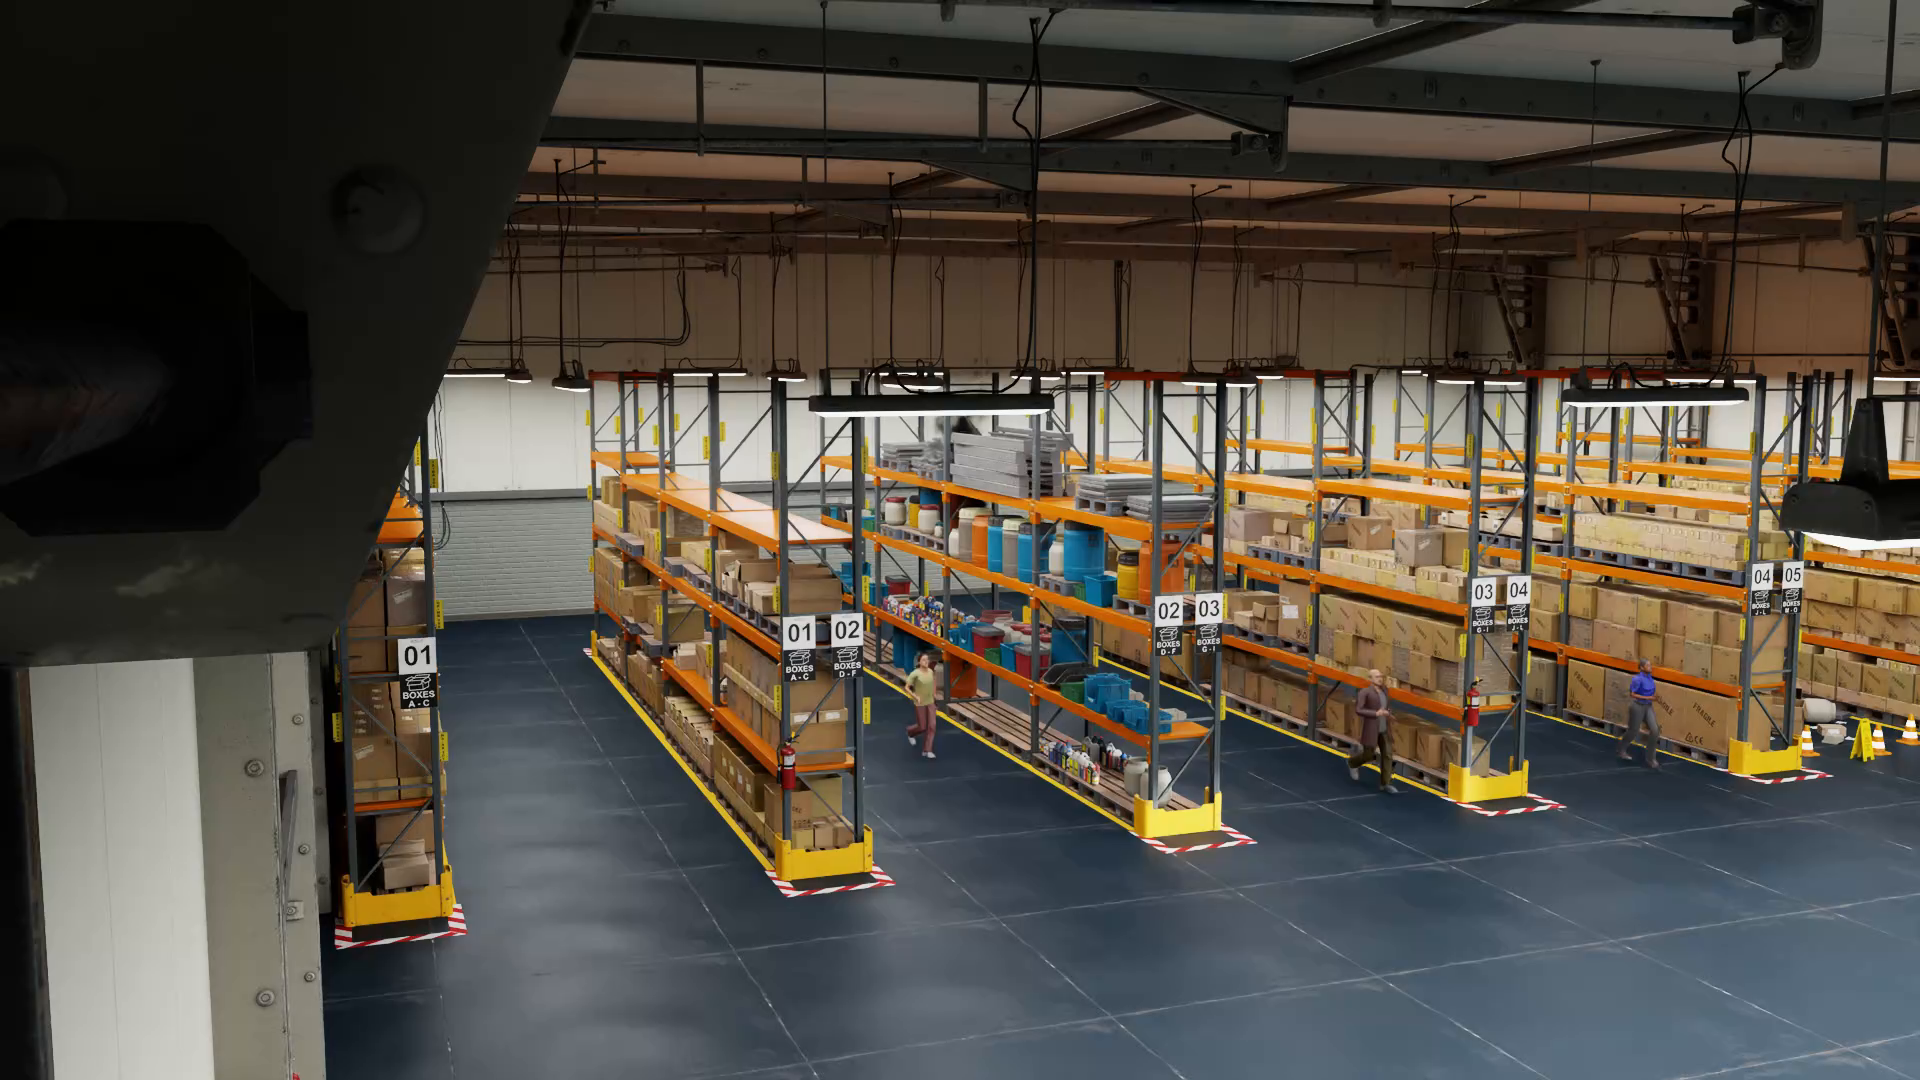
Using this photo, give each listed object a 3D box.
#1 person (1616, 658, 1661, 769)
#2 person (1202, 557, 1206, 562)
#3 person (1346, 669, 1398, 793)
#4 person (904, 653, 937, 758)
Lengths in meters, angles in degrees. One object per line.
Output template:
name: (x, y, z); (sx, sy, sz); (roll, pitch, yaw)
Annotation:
person: (10.490, 2.663, 25.656); (0.563, 1.716, 0.763); (-3, 7, -26)
person: (5.524, 1.220, 38.455); (0.707, 1.681, 0.591); (-3, 7, -23)
person: (6.038, 2.756, 24.205); (0.717, 1.743, 1.005); (-3, 7, -24)
person: (-0.585, 2.585, 26.271); (0.596, 1.633, 0.762); (-4, 8, -33)
